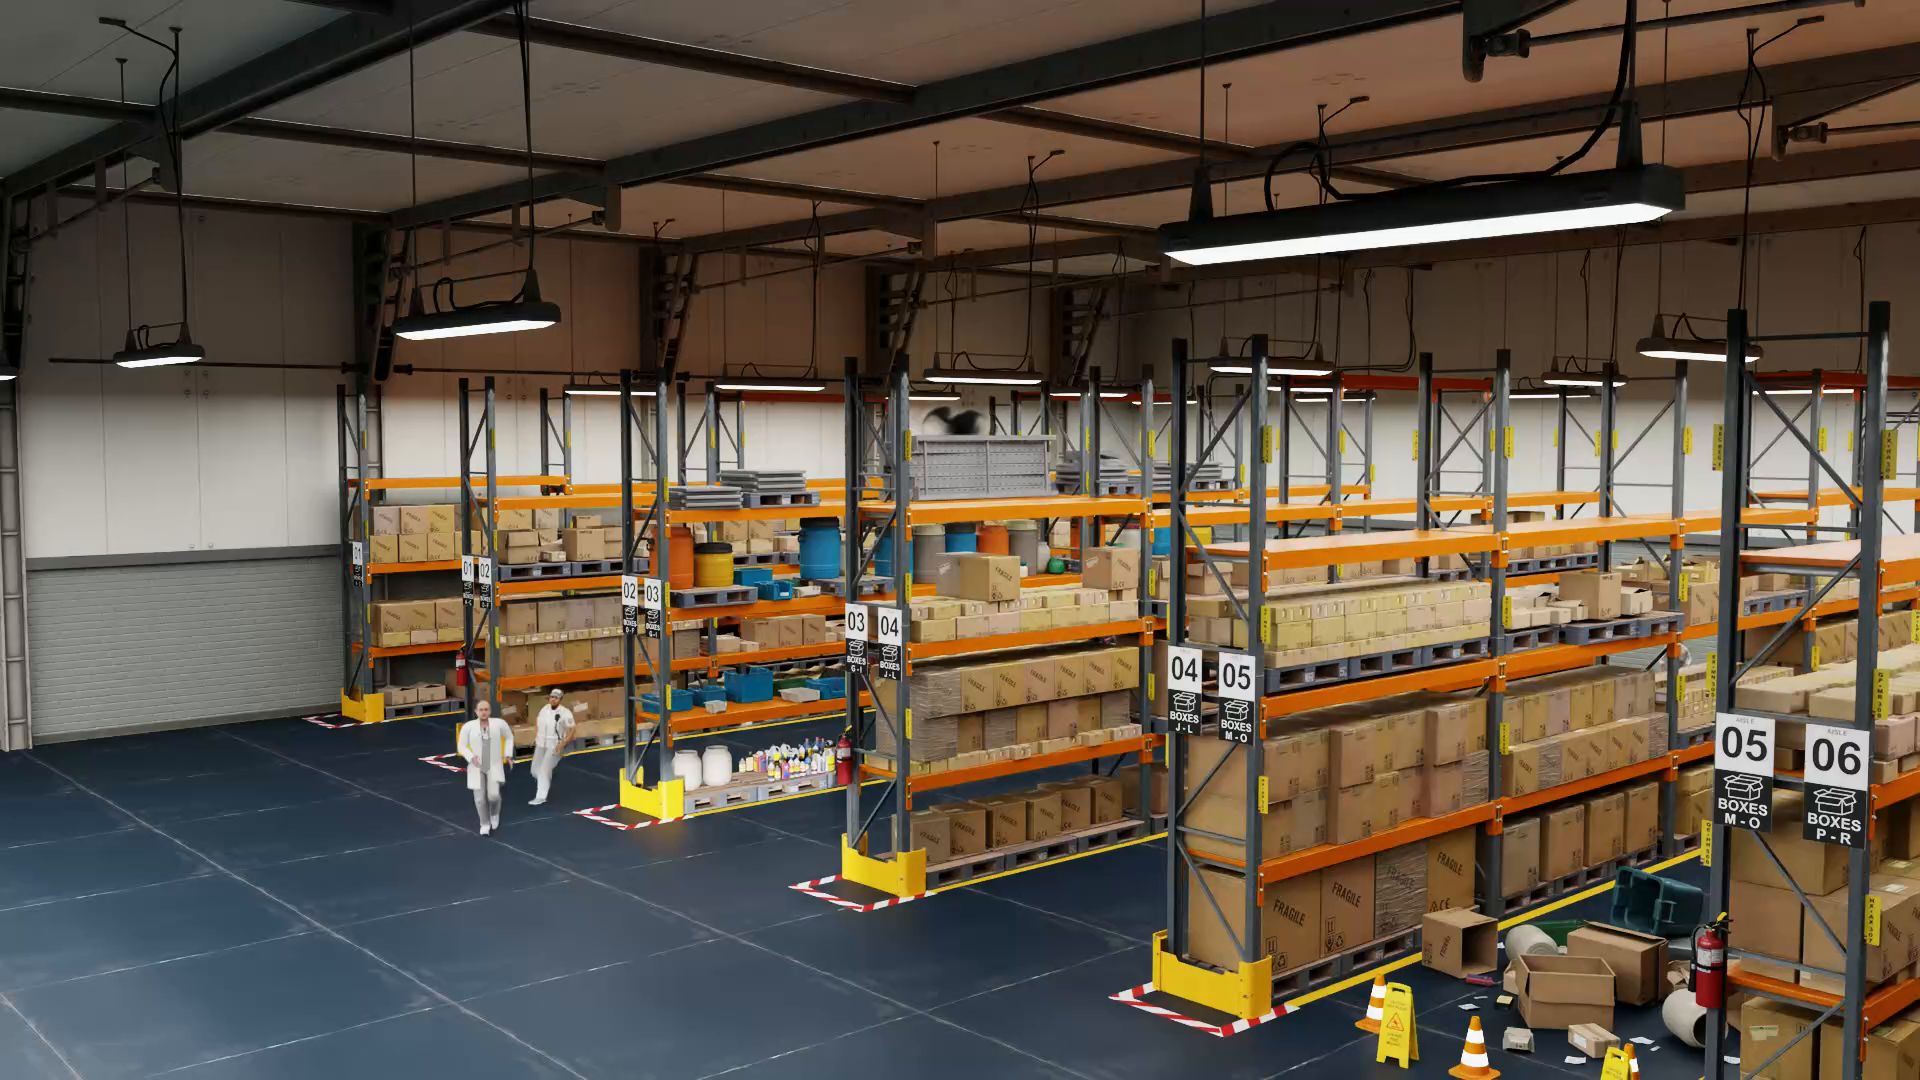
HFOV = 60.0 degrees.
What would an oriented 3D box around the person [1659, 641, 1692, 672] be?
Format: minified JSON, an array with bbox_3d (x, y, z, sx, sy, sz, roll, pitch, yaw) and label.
[{"bbox_3d":[12.860,2.458,29.953,0.539,1.544,0.776,1,4,11],"label":"person"}]

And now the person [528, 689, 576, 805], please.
[{"bbox_3d":[-5.647,2.856,23.075,0.651,1.594,0.547,1,4,16],"label":"person"}]

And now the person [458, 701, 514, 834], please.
[{"bbox_3d":[-6.029,2.906,21.157,0.690,1.733,0.715,-1,4,-15],"label":"person"}]
